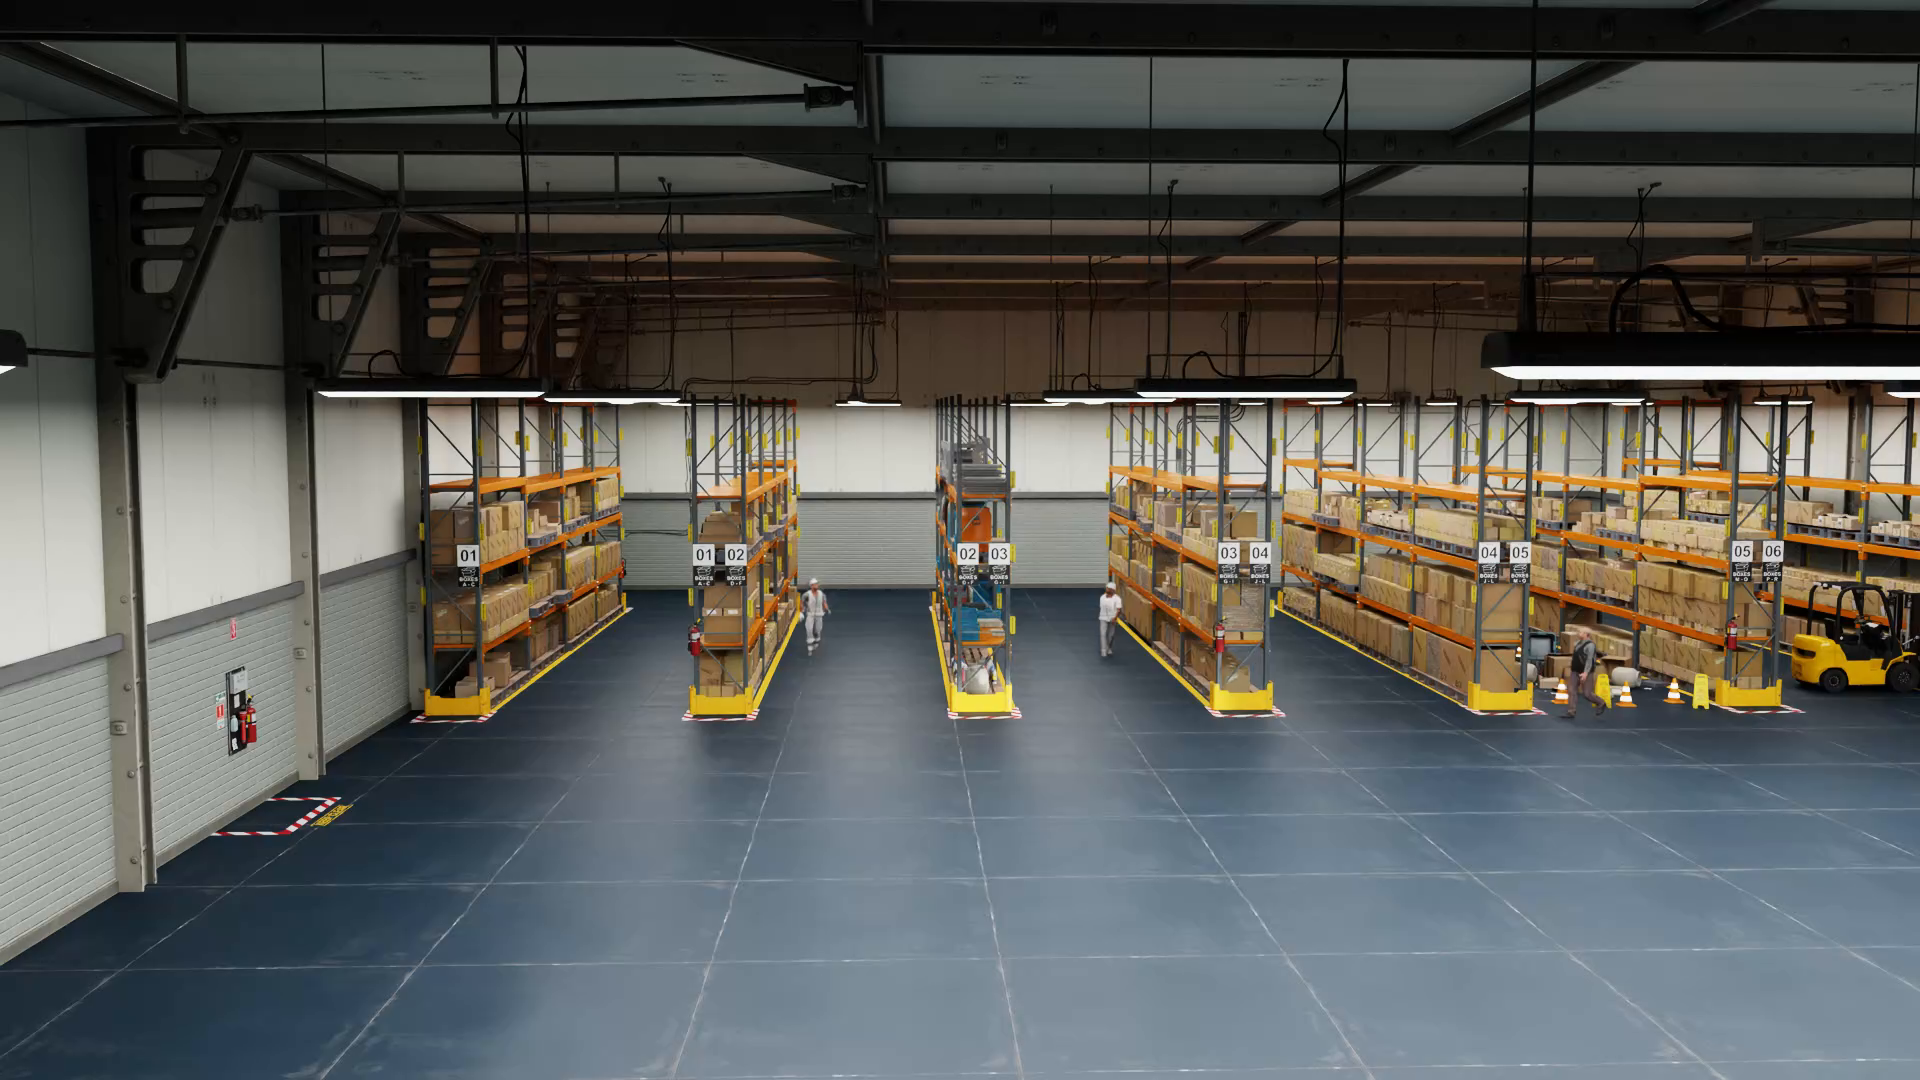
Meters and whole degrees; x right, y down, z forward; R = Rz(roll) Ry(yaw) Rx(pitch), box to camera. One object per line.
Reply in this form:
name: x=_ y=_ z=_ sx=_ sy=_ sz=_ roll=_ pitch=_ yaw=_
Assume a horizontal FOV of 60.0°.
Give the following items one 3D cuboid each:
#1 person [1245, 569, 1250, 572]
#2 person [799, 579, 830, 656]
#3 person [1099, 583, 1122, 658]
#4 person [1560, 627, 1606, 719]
person: x=8.262 y=0.983 z=49.112 sx=0.604 sy=1.780 sz=0.433 roll=-1 pitch=5 yaw=-12
person: x=-3.395 y=1.811 z=38.919 sx=0.748 sy=1.812 sz=0.876 roll=0 pitch=4 yaw=-2
person: x=3.457 y=1.829 z=38.236 sx=0.506 sy=1.694 sz=1.082 roll=0 pitch=5 yaw=3
person: x=11.526 y=2.456 z=30.690 sx=0.849 sy=1.707 sz=0.494 roll=-2 pitch=5 yaw=-27
